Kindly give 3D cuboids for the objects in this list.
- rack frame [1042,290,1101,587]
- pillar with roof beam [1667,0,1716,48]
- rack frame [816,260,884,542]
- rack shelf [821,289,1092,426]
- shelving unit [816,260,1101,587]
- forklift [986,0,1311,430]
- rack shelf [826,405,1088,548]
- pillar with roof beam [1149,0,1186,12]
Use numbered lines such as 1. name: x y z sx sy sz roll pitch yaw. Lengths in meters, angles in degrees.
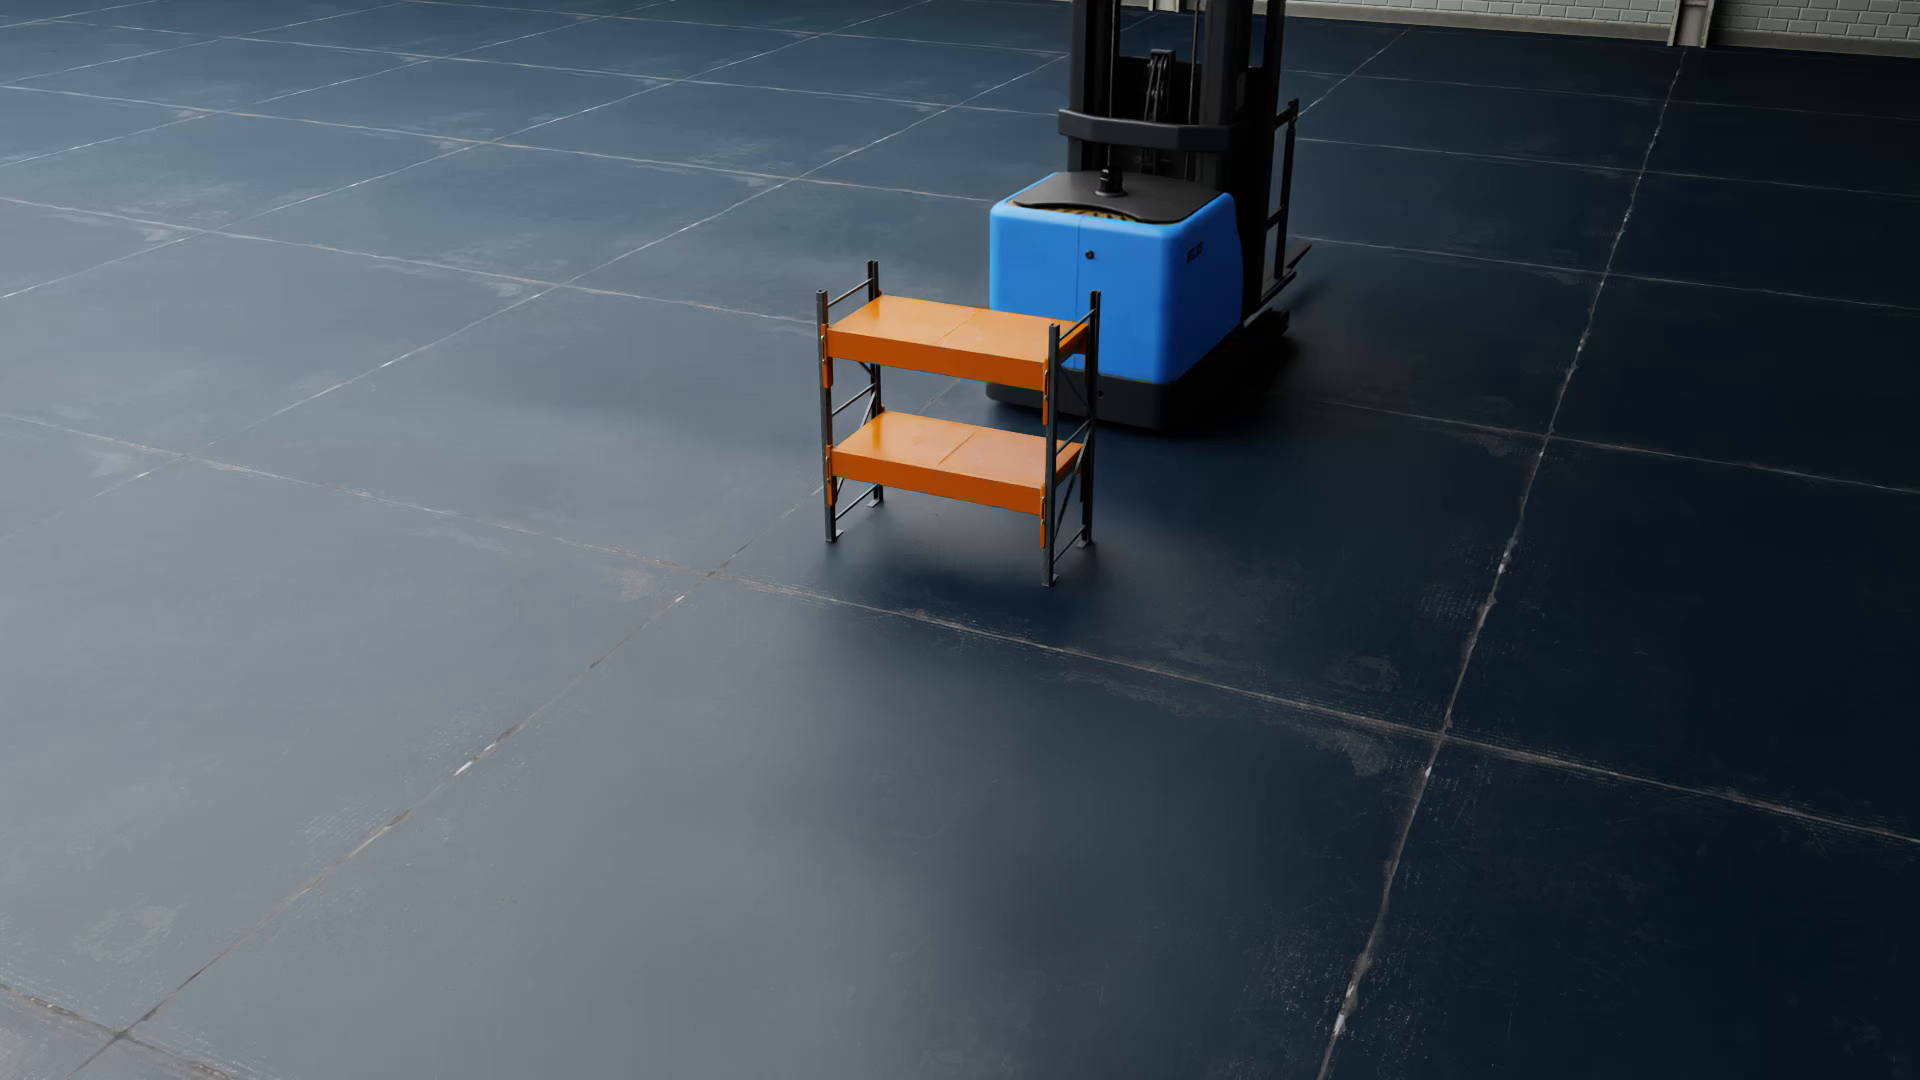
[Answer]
1. rack frame: 0.457 -0.413 6.815 0.032 1.125 0.500 11 28 22
2. pillar with roof beam: 6.251 -7.778 12.860 0.400 9.000 9.100 11 28 22
3. rack frame: -0.469 -0.599 7.193 0.032 1.125 0.500 11 28 22
4. rack shelf: -0.006 -0.768 6.875 1.000 0.278 0.538 11 28 22
5. shelving unit: -0.006 -0.506 7.004 1.048 1.125 0.538 11 28 22
6. forklift: 1.250 -2.478 8.964 1.130 2.935 3.031 13 29 24
7. rack shelf: -0.006 -0.287 7.112 1.000 0.278 0.538 11 28 22
8. pillar with roof beam: 0.789 -8.875 15.088 0.400 9.000 9.100 11 28 22
